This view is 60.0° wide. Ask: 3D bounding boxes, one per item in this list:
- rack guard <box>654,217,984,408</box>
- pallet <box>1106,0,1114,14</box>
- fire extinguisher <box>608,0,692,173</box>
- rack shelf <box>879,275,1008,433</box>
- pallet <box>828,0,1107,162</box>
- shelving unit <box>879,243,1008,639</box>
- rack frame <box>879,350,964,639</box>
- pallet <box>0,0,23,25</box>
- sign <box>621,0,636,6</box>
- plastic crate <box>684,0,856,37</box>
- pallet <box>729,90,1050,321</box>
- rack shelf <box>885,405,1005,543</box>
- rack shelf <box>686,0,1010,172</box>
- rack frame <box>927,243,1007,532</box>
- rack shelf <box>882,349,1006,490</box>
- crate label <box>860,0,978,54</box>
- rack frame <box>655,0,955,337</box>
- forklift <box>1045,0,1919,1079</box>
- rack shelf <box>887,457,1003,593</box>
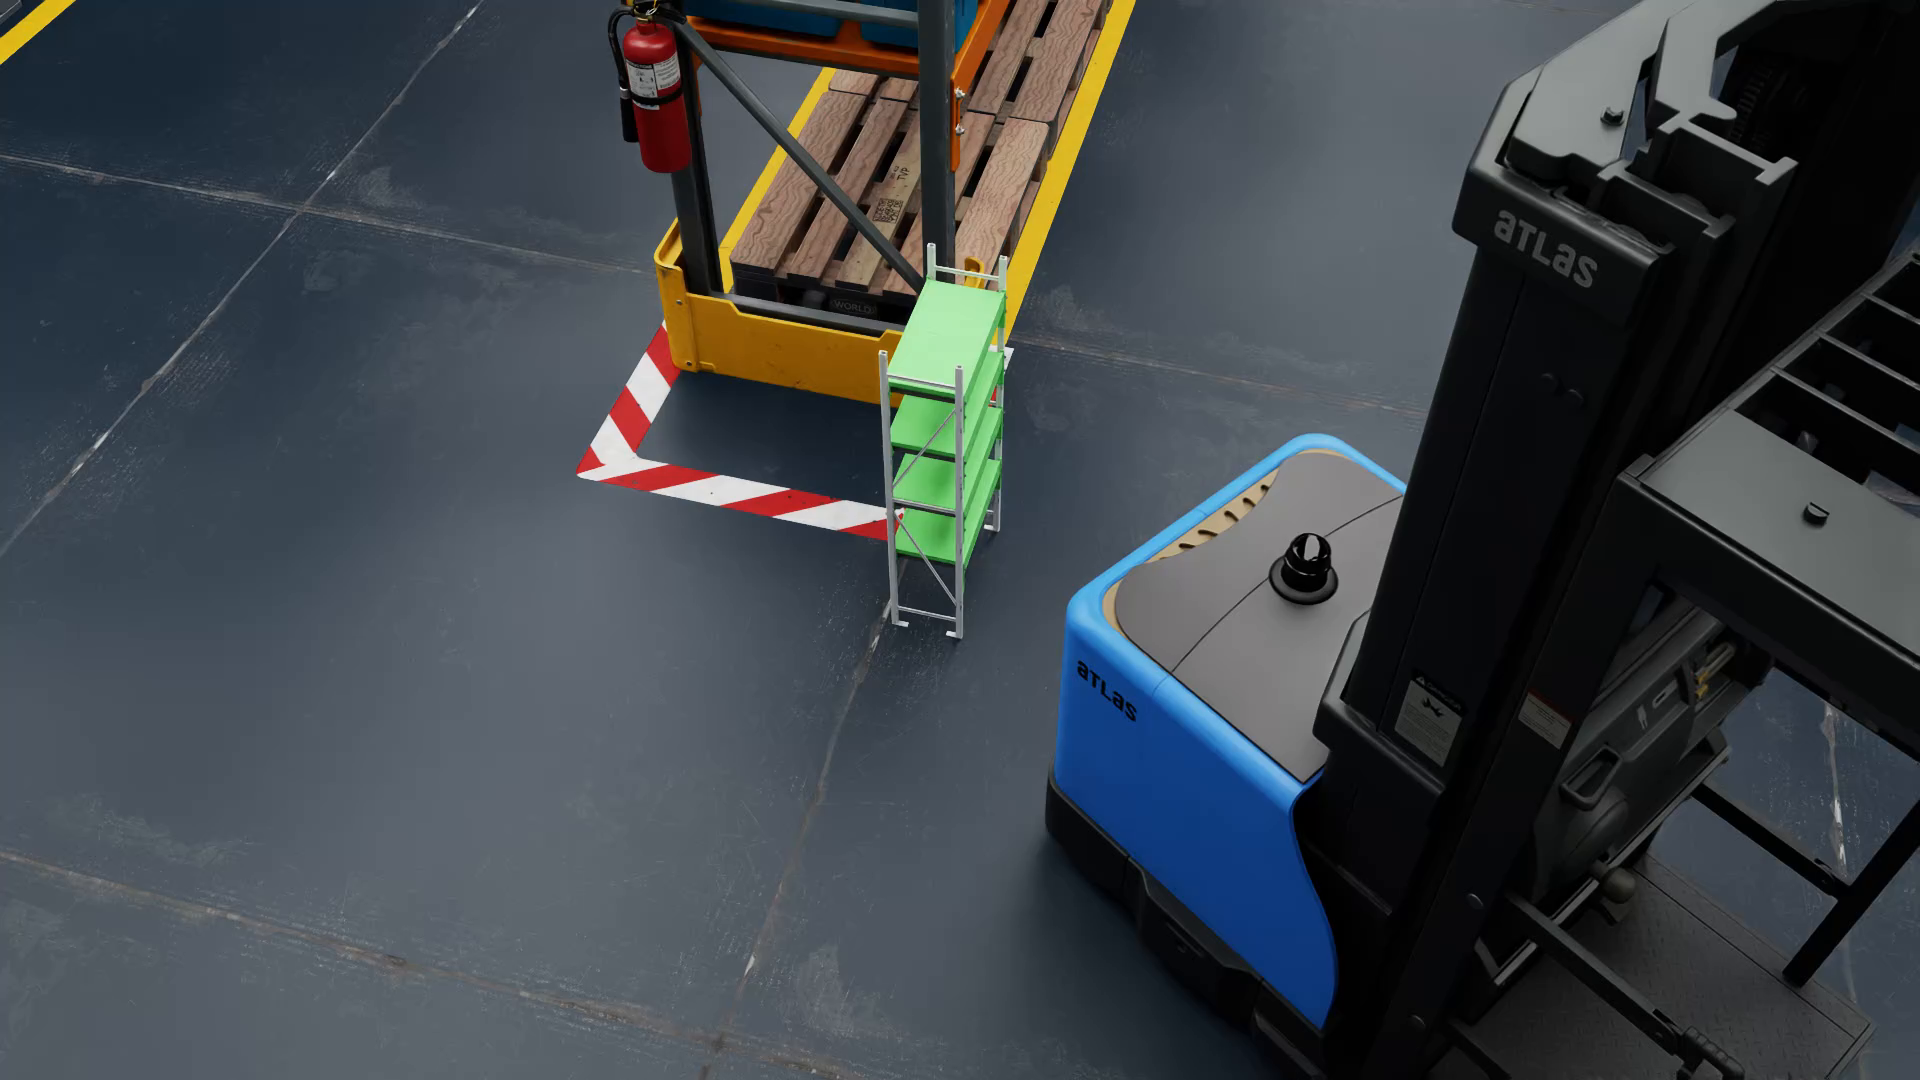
[{"bbox_3d":[-0.507,-0.835,6.153,1.175,0.500,0.348,12,50,10],"label":"rack guard"},{"bbox_3d":[0.383,-3.113,8.357,1.003,0.211,1.213,12,50,10],"label":"pallet"},{"bbox_3d":[-0.992,-1.513,5.385,0.296,0.674,0.183,12,50,10],"label":"fire extinguisher"},{"bbox_3d":[-0.044,-0.553,4.882,0.258,0.148,0.480,12,50,10],"label":"rack shelf"},{"bbox_3d":[0.064,-2.228,7.575,1.003,0.211,1.213,12,50,10],"label":"pallet"},{"bbox_3d":[-0.044,-0.277,5.194,0.258,1.200,0.503,12,50,10],"label":"shelving unit"},{"bbox_3d":[-0.108,-0.101,5.039,0.240,1.200,0.015,12,50,10],"label":"rack frame"},{"bbox_3d":[-5.157,-2.330,7.666,1.003,0.211,1.213,12,50,10],"label":"pallet"},{"bbox_3d":[-1.049,-1.833,5.258,0.100,0.325,0.005,12,50,10],"label":"sign"},{"bbox_3d":[-0.606,-1.992,5.444,0.616,0.435,0.499,12,50,10],"label":"plastic crate"},{"bbox_3d":[-0.259,-1.348,6.799,1.003,0.211,1.213,12,50,10],"label":"pallet"},{"bbox_3d":[-0.044,-0.235,5.242,0.258,0.148,0.480,12,50,10],"label":"rack shelf"},{"bbox_3d":[0.013,-2.890,6.780,1.077,0.370,4.000,12,50,10],"label":"rack shelf"},{"bbox_3d":[0.021,-0.454,5.350,0.240,1.200,0.015,12,50,10],"label":"rack frame"},{"bbox_3d":[-0.044,-0.394,5.062,0.258,0.148,0.480,12,50,10],"label":"rack shelf"},{"bbox_3d":[-0.131,-1.760,5.374,0.416,0.233,0.303,12,50,10],"label":"crate label"},{"bbox_3d":[-0.514,-1.682,5.234,1.000,3.000,0.127,12,50,10],"label":"rack frame"},{"bbox_3d":[1.602,0.488,3.365,1.130,2.935,3.031,-33,56,-26],"label":"forklift"},{"bbox_3d":[-0.044,-0.076,5.422,0.258,0.148,0.480,12,50,10],"label":"rack shelf"}]
